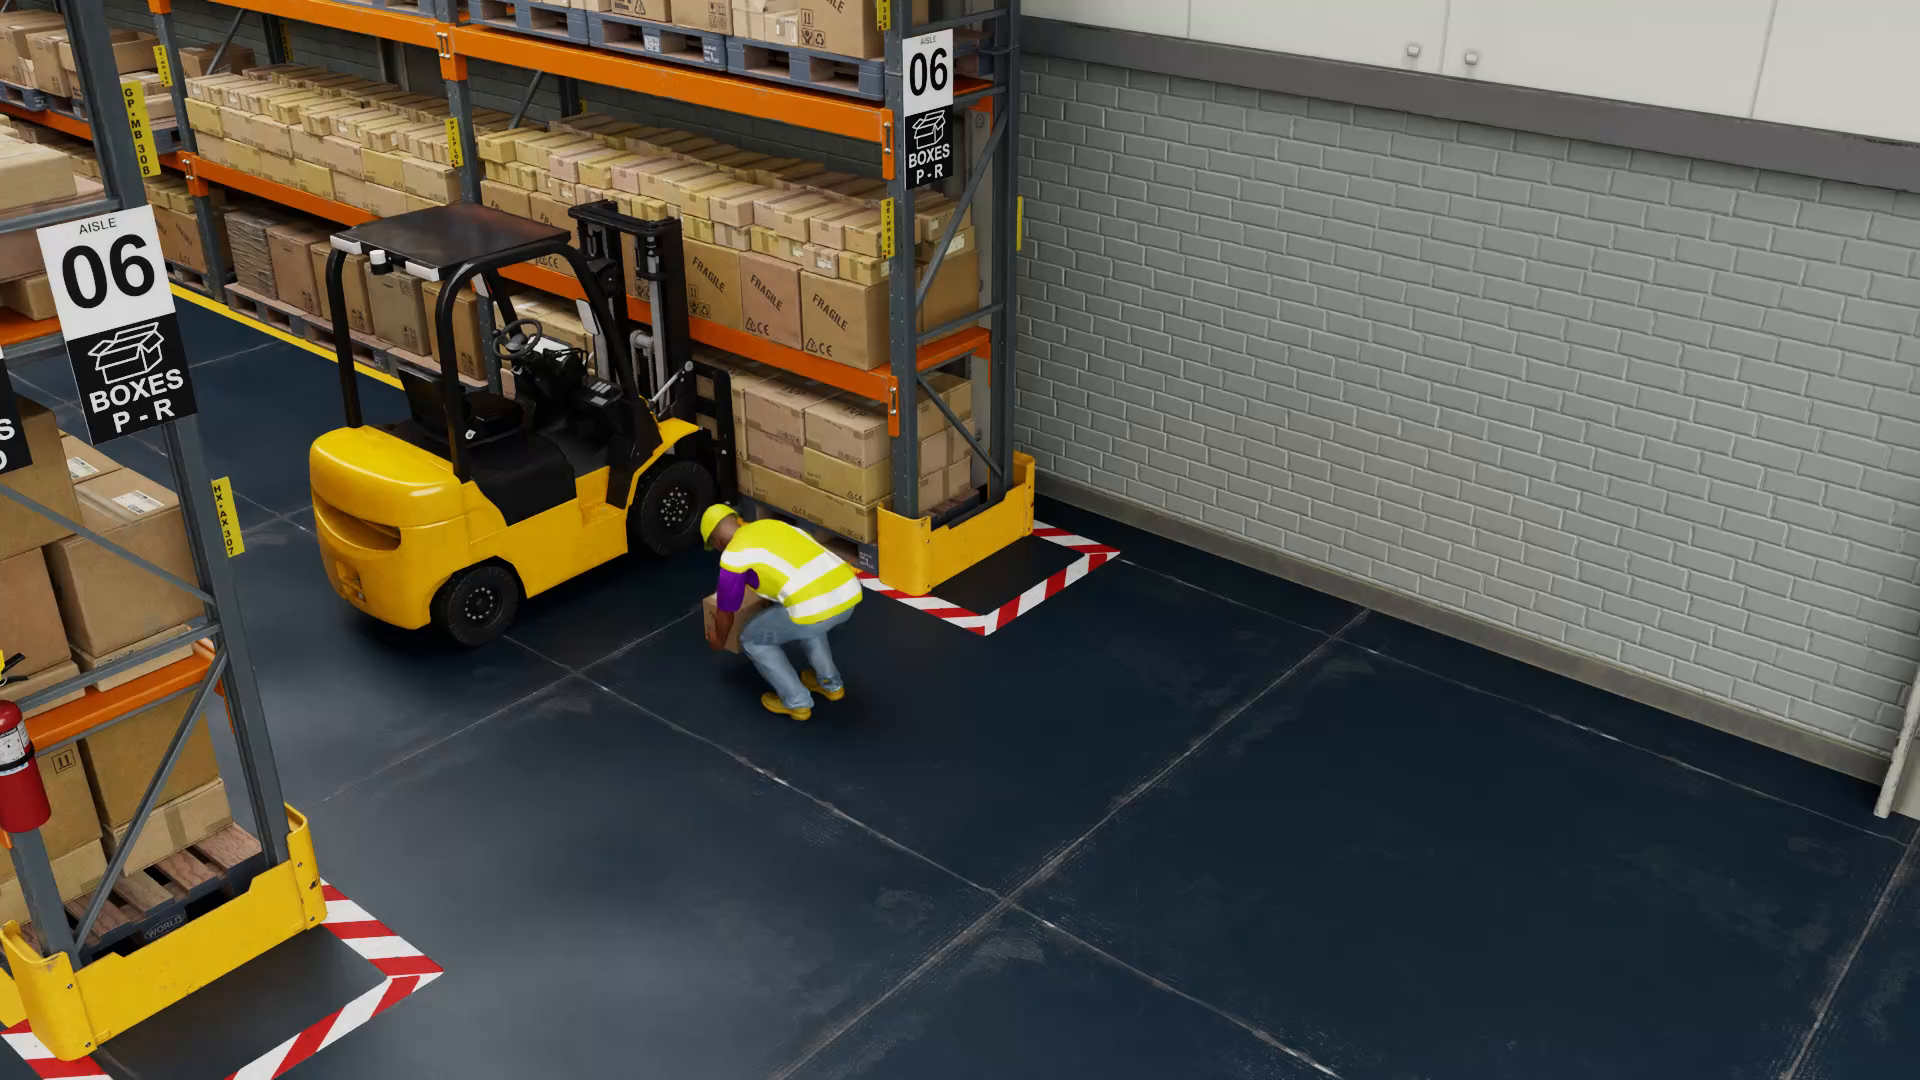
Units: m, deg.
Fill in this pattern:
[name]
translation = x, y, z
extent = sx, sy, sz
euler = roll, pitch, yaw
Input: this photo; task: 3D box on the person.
[person]
translation = -0.968, 0.370, 8.704
extent = 0.952, 1.009, 0.504
euler = 19, 33, 33
